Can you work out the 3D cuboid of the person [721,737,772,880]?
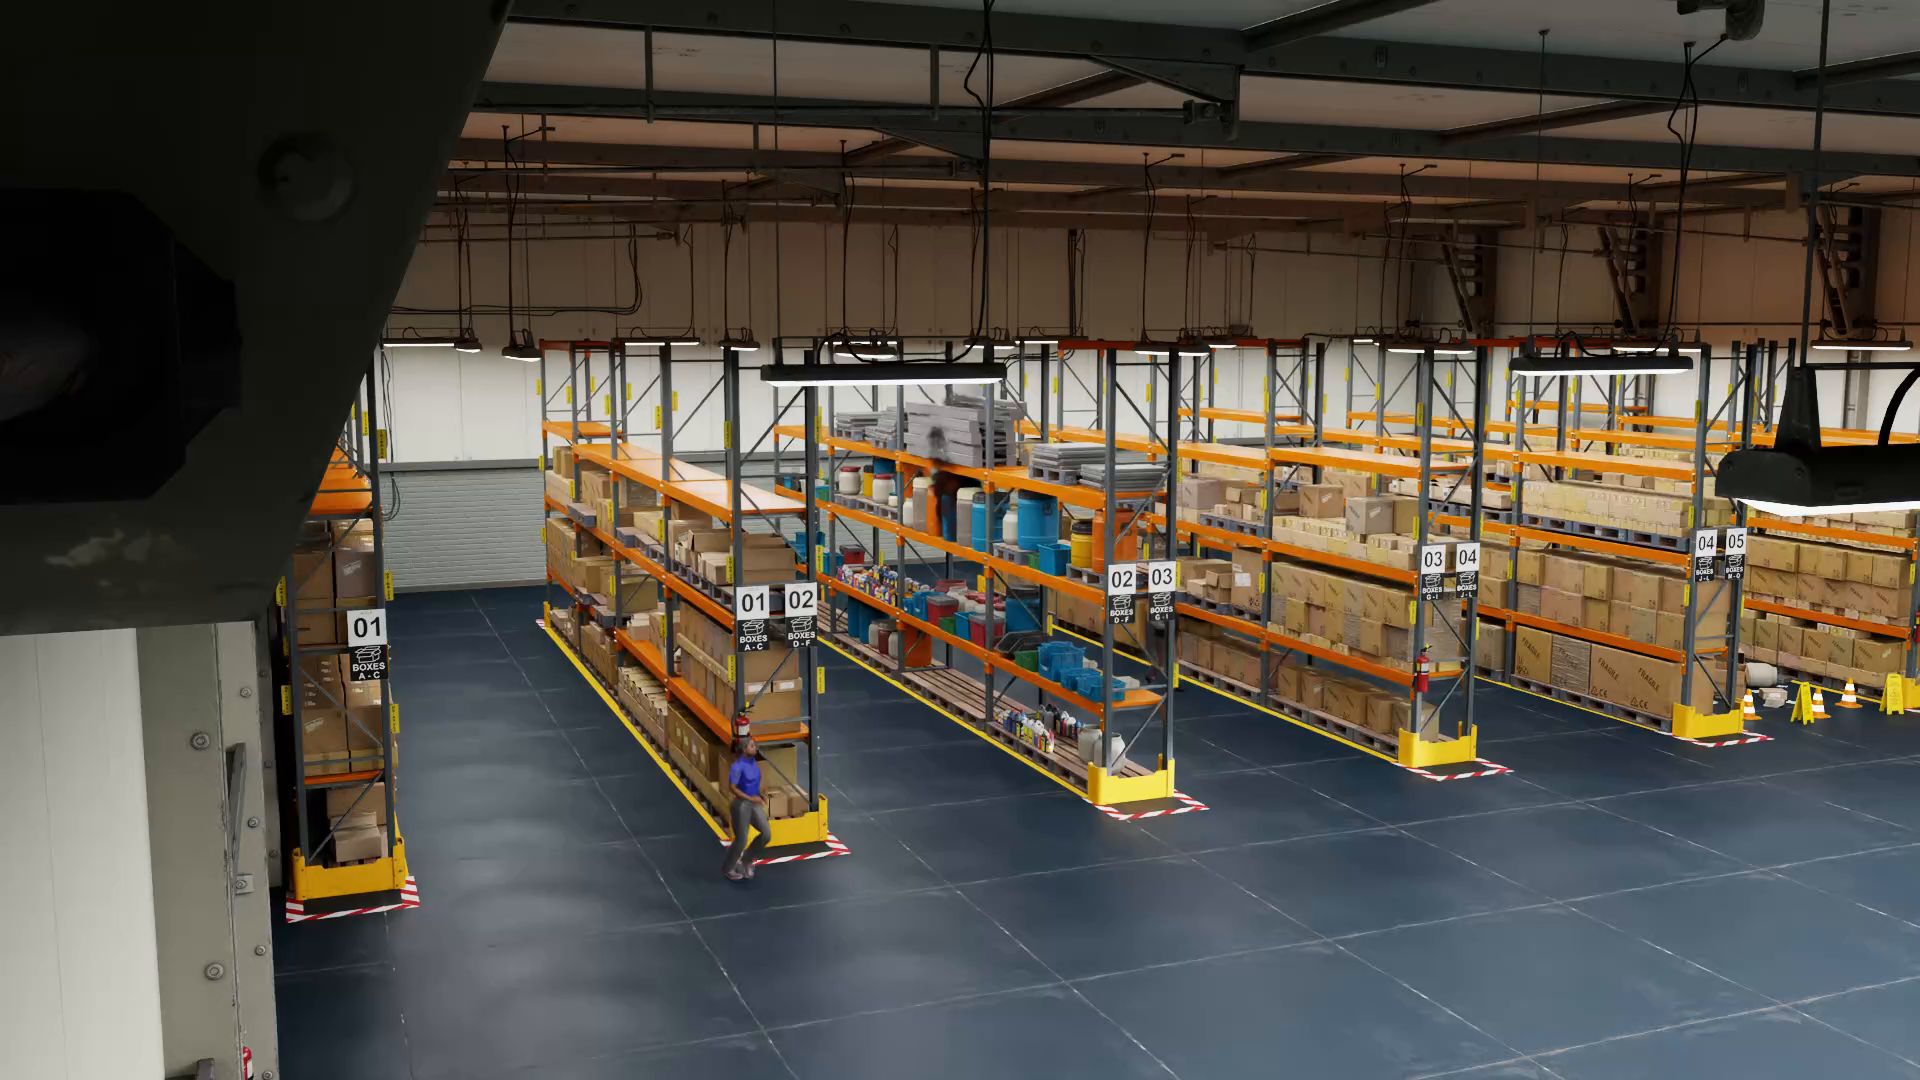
[{"bbox_3d":[-2.408,3.072,19.044,0.582,1.615,0.649,4,8,28],"label":"person"}]

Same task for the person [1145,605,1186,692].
[{"bbox_3d":[3.405,1.634,27.354,0.670,1.732,0.812,-6,10,-40],"label":"person"}]

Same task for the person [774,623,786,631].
[{"bbox_3d":[-3.565,1.419,30.691,0.667,1.742,0.870,-4,9,-30],"label":"person"}]

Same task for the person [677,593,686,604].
[{"bbox_3d":[-5.568,1.121,33.819,0.723,1.666,0.646,-4,8,-28],"label":"person"}]
